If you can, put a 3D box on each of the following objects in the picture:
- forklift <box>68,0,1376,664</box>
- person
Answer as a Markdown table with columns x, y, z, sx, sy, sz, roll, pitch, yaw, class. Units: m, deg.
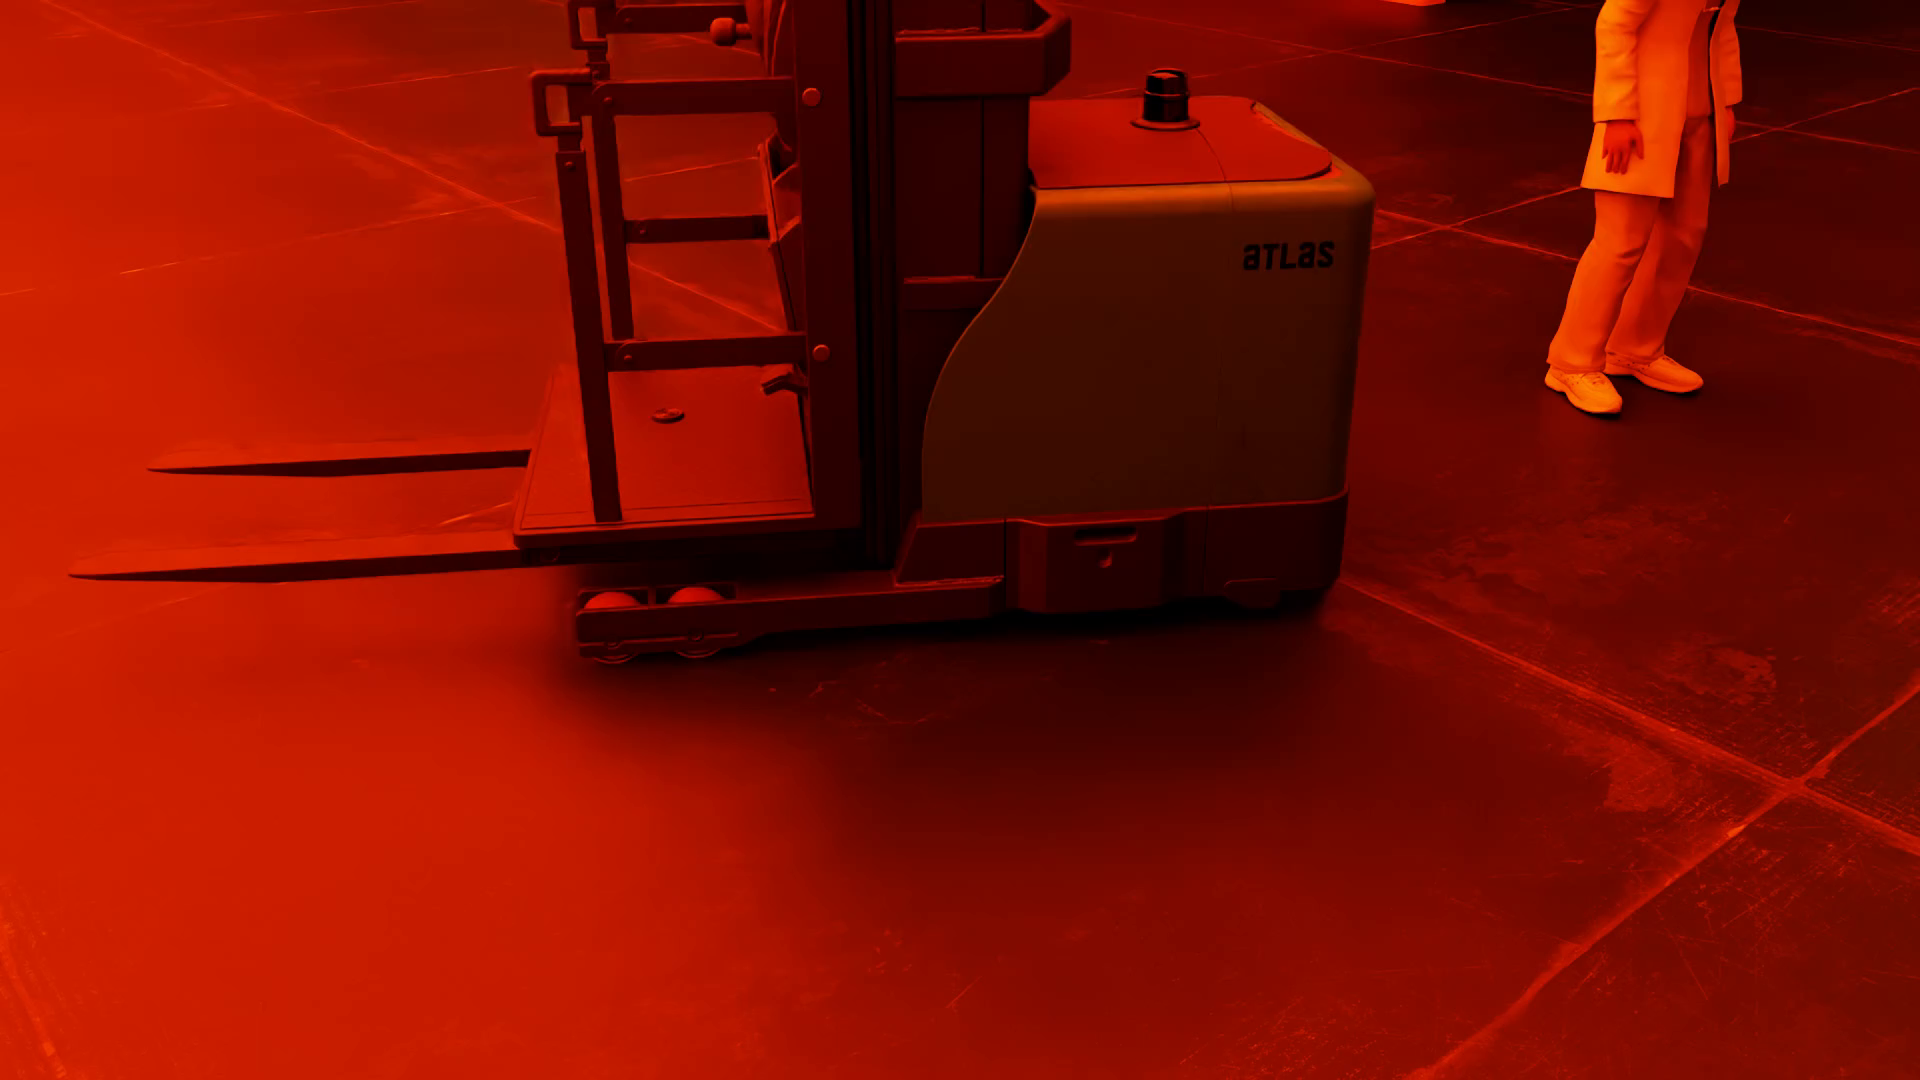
| x | y | z | sx | sy | sz | roll | pitch | yaw | class |
| --- | --- | --- | --- | --- | --- | --- | --- | --- | --- |
| -0.606 | -1.272 | 3.766 | 3.031 | 2.935 | 1.130 | -4 | 27 | -7 | forklift |
| 2.192 | -1.311 | 5.149 | 0.647 | 1.772 | 0.430 | -16 | 30 | -29 | person |
